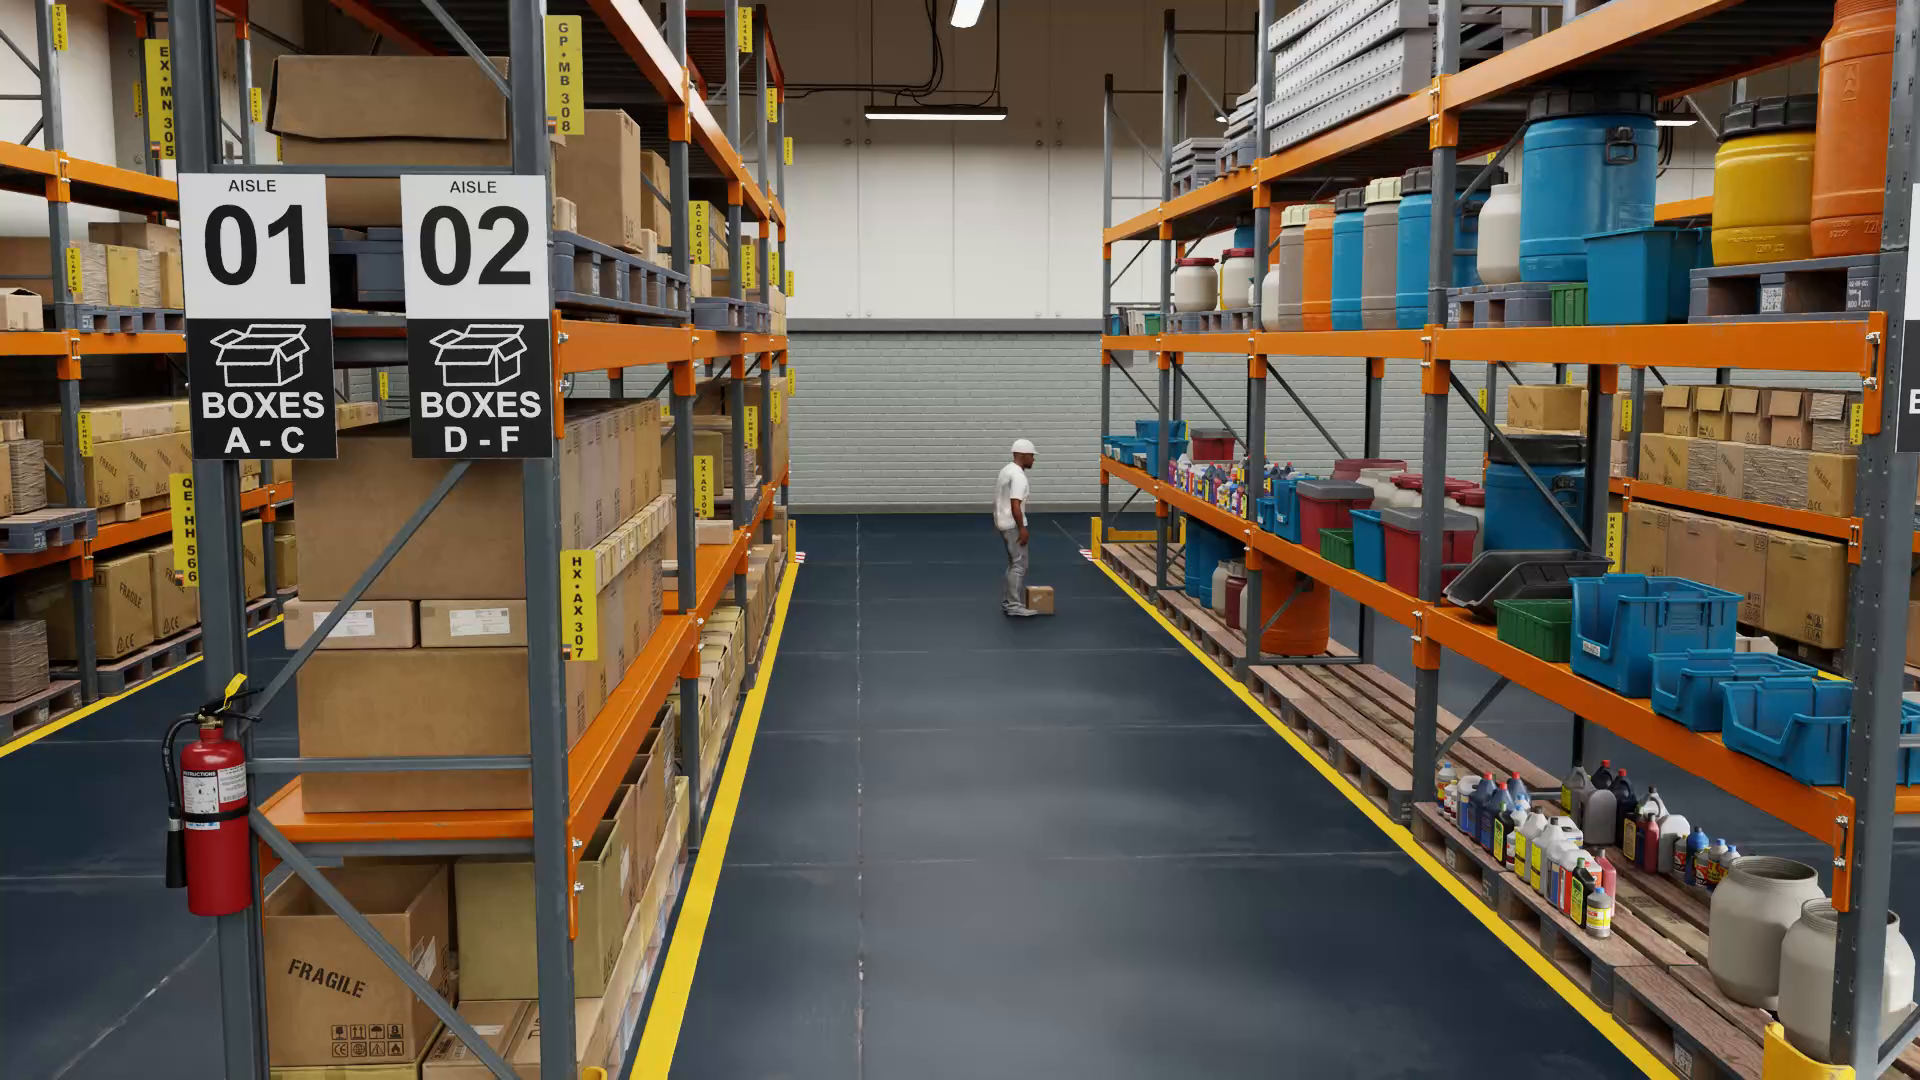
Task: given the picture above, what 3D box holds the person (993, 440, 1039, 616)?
[{"bbox_3d":[0.576,-0.133,16.786,0.460,1.759,0.629,-1,7,-7],"label":"person"}]
